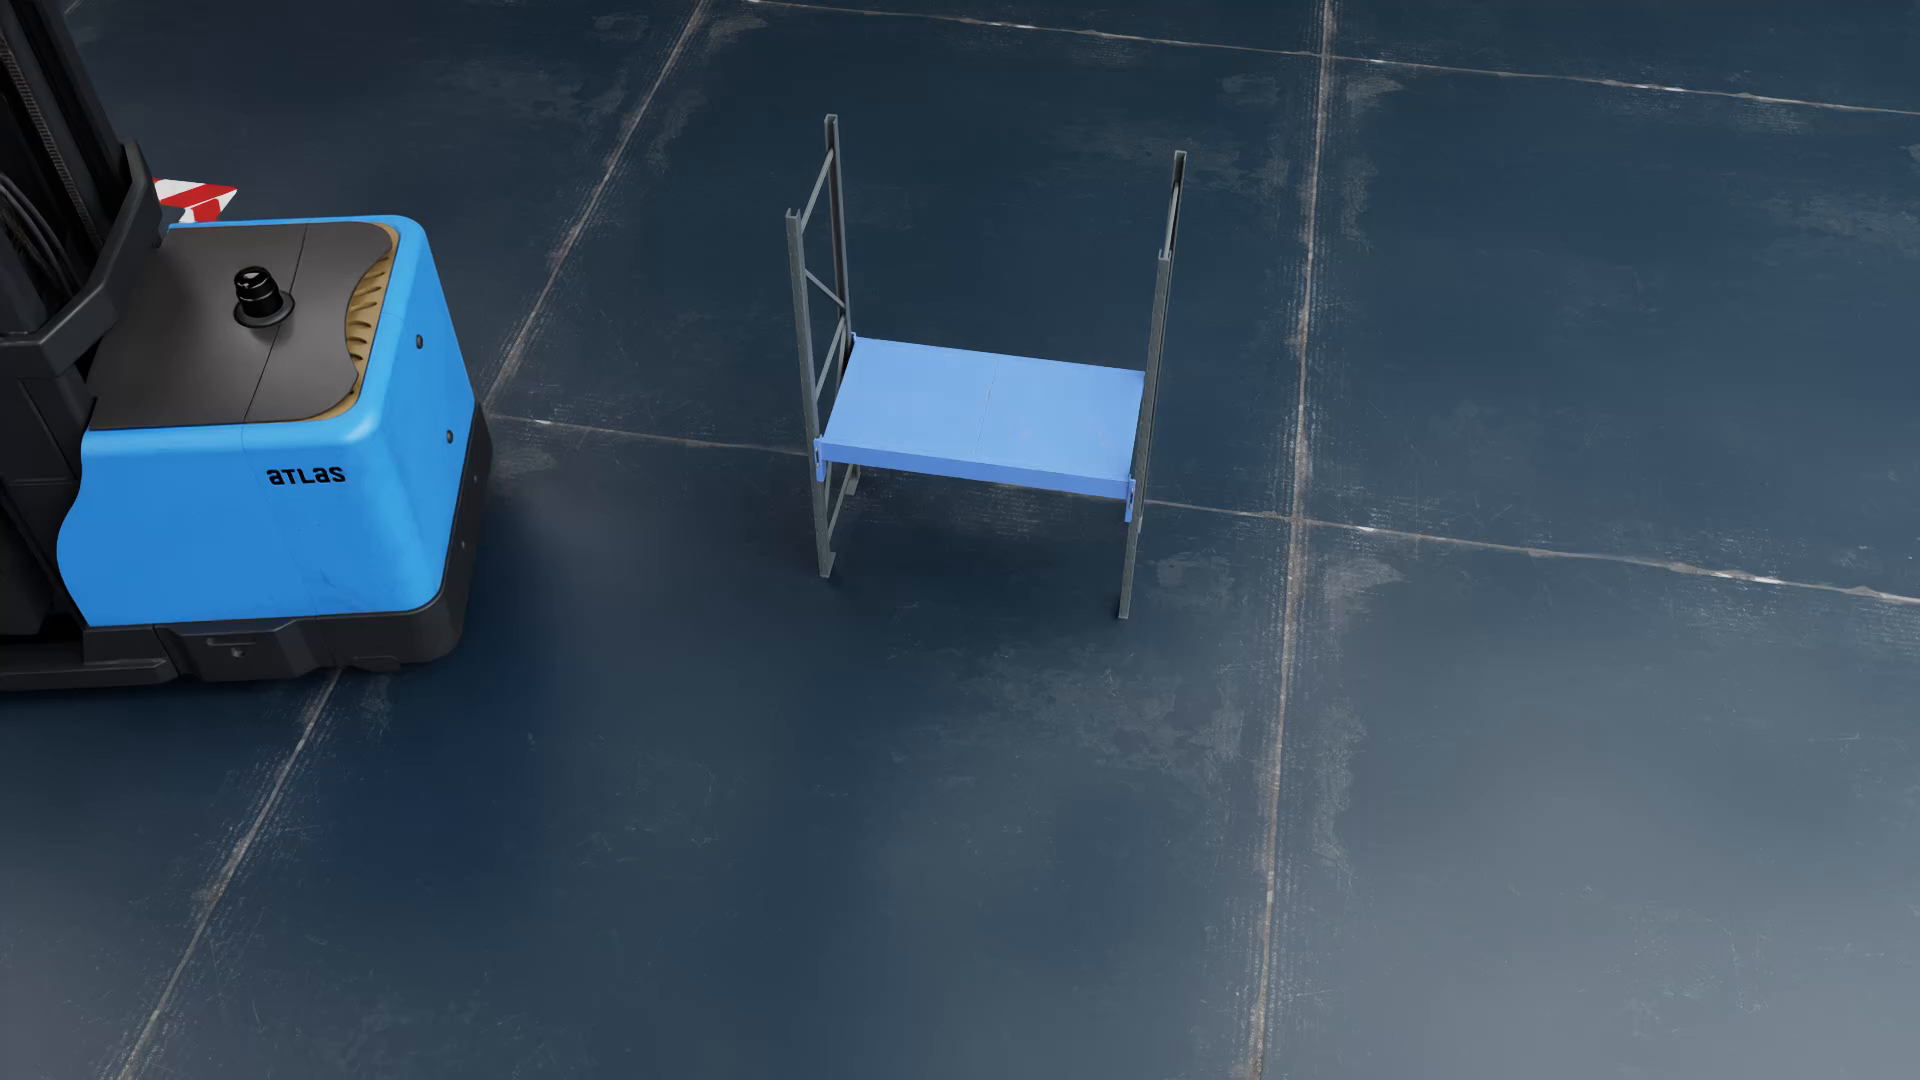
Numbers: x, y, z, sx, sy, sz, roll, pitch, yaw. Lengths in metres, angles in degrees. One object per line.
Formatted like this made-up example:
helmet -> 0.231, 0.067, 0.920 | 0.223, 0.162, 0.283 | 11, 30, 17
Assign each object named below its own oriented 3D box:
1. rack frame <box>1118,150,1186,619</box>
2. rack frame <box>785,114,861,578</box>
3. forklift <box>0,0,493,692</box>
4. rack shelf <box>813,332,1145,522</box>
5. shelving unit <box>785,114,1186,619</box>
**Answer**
rack frame -> 0.584, -0.423, 5.122 | 0.032, 1.500, 0.500 | 8, 49, 7
rack frame -> -0.416, -0.557, 5.242 | 0.032, 1.500, 0.500 | 8, 49, 7
forklift -> -3.152, -0.864, 4.556 | 3.031, 2.935, 1.130 | -3, 48, -2
rack shelf -> 0.084, -0.370, 5.316 | 1.000, 0.185, 0.538 | 8, 49, 7
shelving unit -> 0.084, -0.490, 5.182 | 1.048, 1.500, 0.538 | 8, 49, 7
